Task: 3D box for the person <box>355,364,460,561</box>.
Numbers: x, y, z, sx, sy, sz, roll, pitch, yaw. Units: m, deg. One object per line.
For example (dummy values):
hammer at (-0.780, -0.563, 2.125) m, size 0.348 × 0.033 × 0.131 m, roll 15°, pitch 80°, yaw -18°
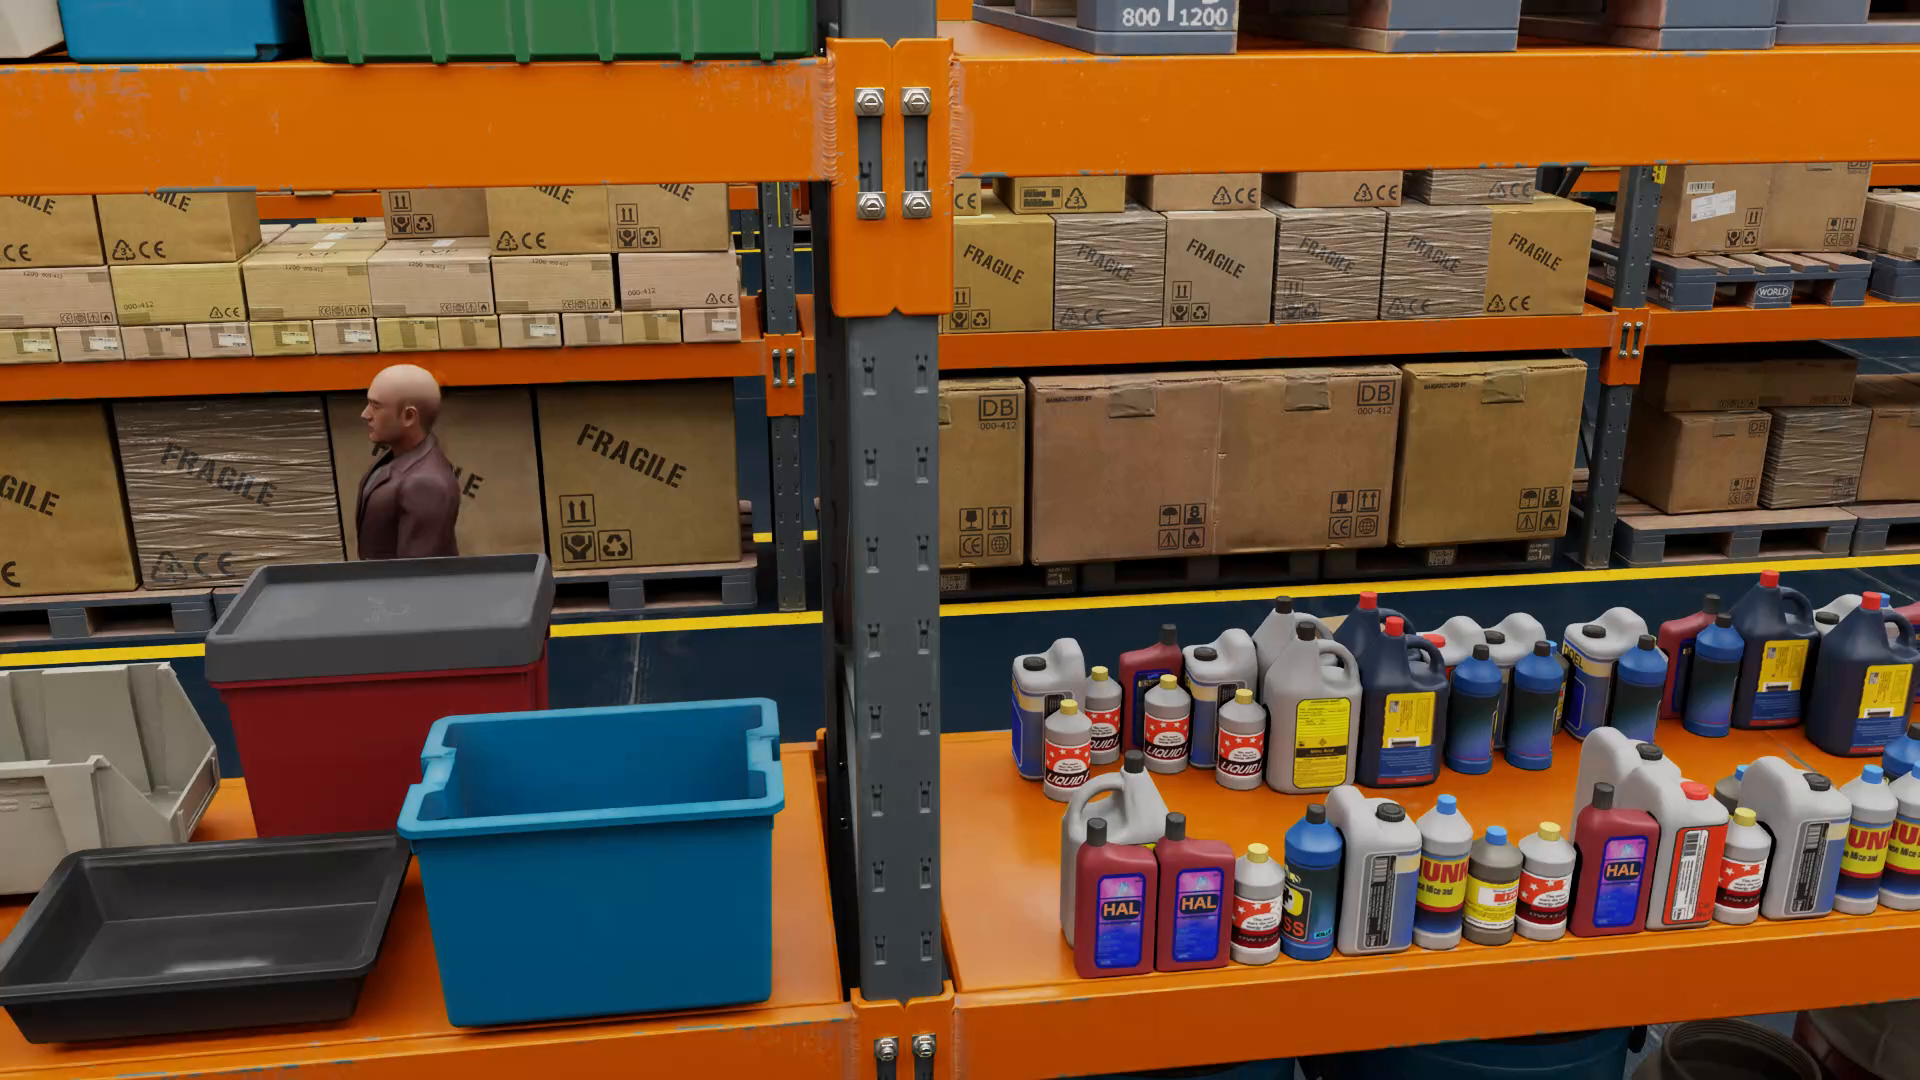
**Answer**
person at (-1.792, 0.314, 5.189) m, size 1.092 × 1.722 × 0.594 m, roll -9°, pitch 22°, yaw -25°
